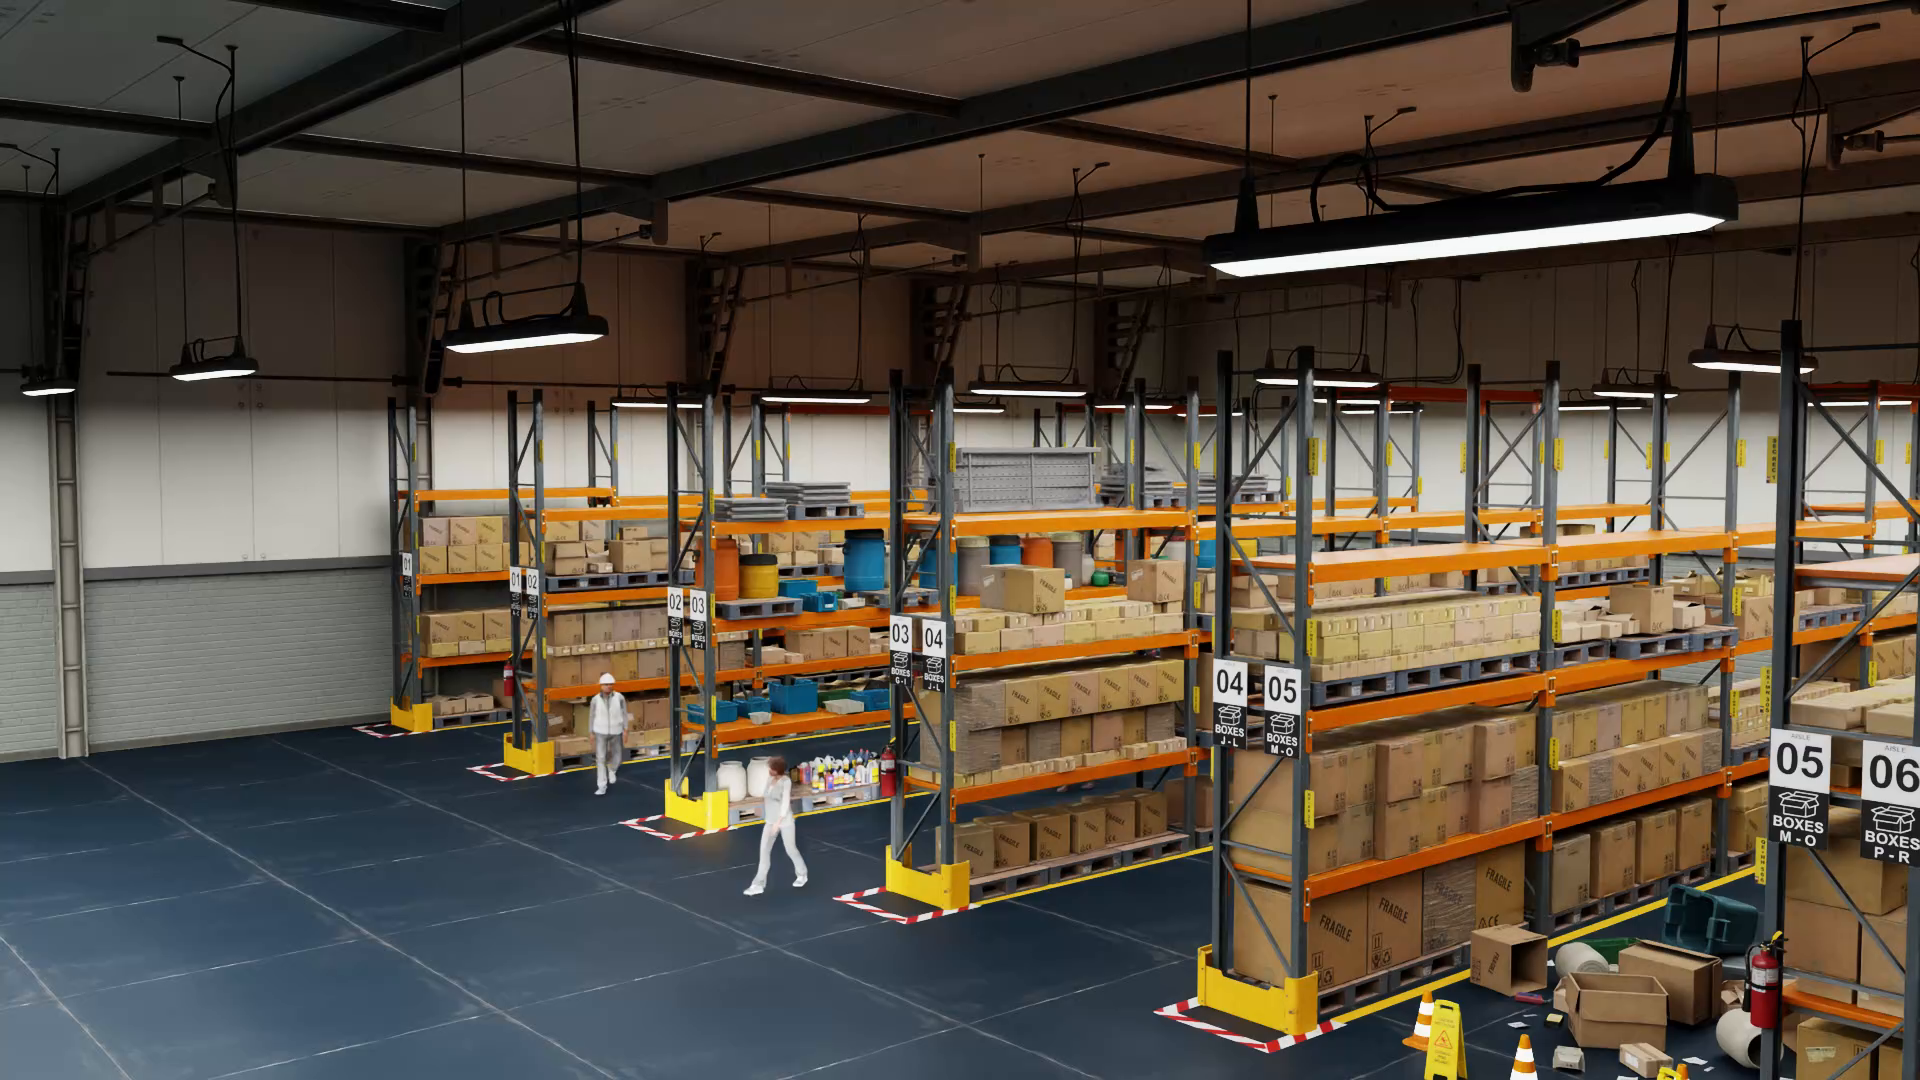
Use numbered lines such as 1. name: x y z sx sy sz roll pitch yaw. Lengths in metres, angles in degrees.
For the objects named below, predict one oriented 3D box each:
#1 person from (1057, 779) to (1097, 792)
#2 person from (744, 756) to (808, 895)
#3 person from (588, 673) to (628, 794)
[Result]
1. person: 1.757 2.906 24.718 0.626 1.660 0.499 -3 5 -43
2. person: -2.105 3.249 19.068 0.433 1.548 0.896 3 4 40
3. person: -5.222 2.846 24.683 0.577 1.749 0.885 -1 3 -14
